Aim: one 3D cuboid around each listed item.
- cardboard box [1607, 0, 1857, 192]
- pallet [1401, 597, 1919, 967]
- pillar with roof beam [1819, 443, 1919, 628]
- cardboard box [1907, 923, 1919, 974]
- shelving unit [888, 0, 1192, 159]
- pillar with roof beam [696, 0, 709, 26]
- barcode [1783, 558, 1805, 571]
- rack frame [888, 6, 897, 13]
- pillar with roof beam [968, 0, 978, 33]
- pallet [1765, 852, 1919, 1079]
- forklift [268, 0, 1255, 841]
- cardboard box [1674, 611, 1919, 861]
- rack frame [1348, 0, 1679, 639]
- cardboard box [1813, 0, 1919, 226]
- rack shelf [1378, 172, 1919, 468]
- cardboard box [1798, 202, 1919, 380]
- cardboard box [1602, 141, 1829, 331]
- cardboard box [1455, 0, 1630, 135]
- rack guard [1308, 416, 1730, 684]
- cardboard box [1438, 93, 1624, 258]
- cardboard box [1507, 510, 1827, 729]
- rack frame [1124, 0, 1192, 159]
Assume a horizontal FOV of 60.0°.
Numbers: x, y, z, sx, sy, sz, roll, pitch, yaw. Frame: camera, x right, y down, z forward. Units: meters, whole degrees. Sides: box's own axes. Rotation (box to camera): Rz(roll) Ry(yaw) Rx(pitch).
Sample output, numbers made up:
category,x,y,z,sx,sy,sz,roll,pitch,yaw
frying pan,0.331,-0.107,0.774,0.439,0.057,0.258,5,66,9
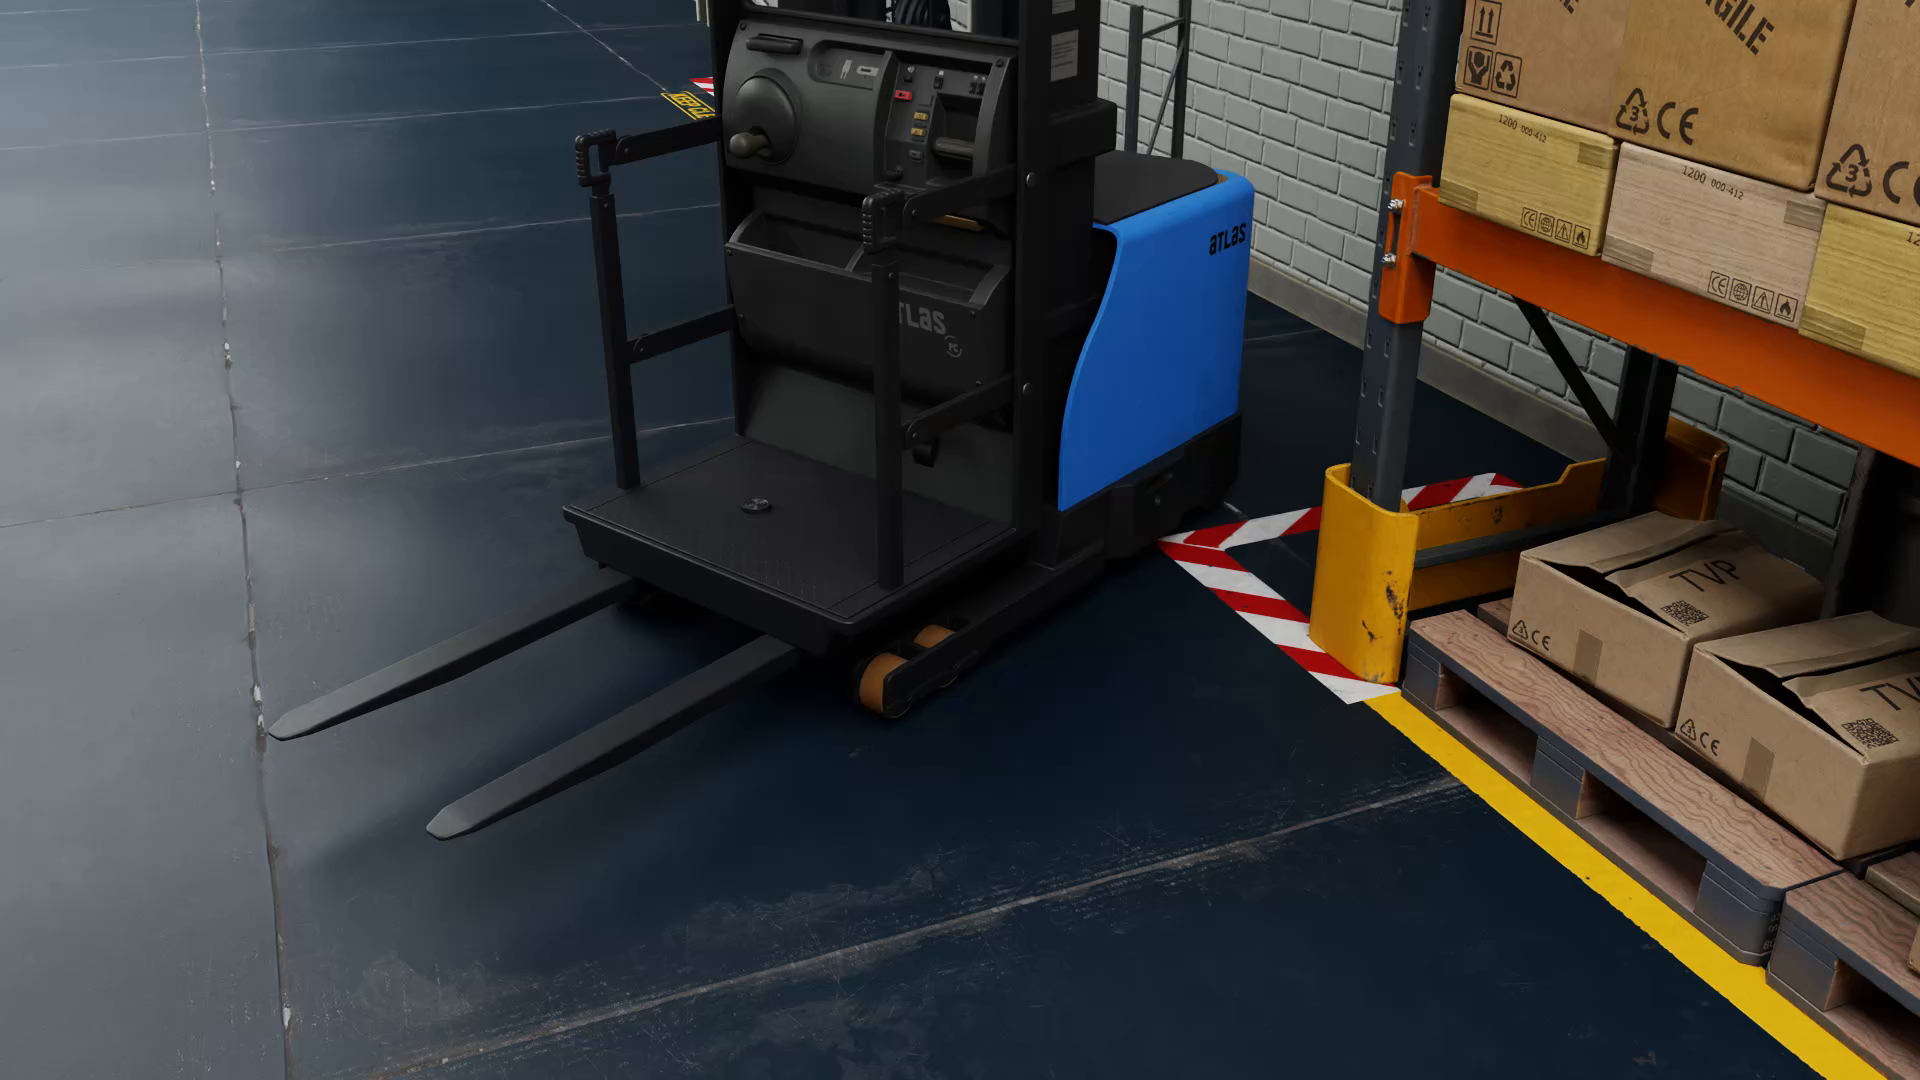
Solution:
category,x,y,z,sx,sy,sz,roll,pitch,yaw
cardboard box,1.634,-0.985,3.143,0.500,0.500,0.500,-10,28,-20
pallet,1.854,0.465,4.056,1.003,0.211,1.213,-11,28,-21
pillar with roof beam,-1.352,-2.975,1.086,9.100,9.000,0.400,-11,28,-21
cardboard box,2.192,0.603,2.944,0.700,0.500,0.500,-12,29,-24
shelving unit,0.223,-1.240,6.080,1.048,1.500,0.538,13,29,24
pillar with roof beam,-6.051,-7.819,11.008,9.100,9.000,0.400,-11,28,-21
barcode,2.102,0.087,4.205,0.001,0.075,0.075,-11,28,-21
rack frame,-0.228,-1.342,6.289,0.032,1.500,0.500,13,29,24
pillar with roof beam,-3.702,-5.397,6.047,9.100,9.000,0.400,-11,28,-21
pallet,2.328,0.957,3.049,1.003,0.211,1.213,-11,28,-21
forklift,-0.393,-1.102,4.167,1.130,2.935,3.031,19,32,34
cardboard box,1.950,0.383,3.610,0.500,0.311,0.500,-8,27,-16
rack frame,1.539,-1.152,4.191,1.000,3.000,0.127,-11,28,-21
cardboard box,1.830,-0.776,2.713,0.500,0.500,0.500,-12,28,-22
rack shelf,2.322,-0.022,2.696,1.077,0.370,4.000,-11,28,-21
cardboard box,1.848,-0.429,2.857,0.500,0.250,0.500,-11,28,-21
cardboard box,1.654,-0.635,3.280,0.500,0.250,0.500,-11,28,-22
cardboard box,1.449,-1.187,3.555,0.500,0.500,0.500,-11,28,-21
rack guard,1.569,0.002,4.677,1.175,0.500,0.348,-11,28,-21
cardboard box,1.438,-0.842,3.705,0.500,0.250,0.500,-11,28,-22
cardboard box,1.727,0.153,4.081,0.500,0.311,0.500,-14,29,-26
rack frame,0.675,-1.137,5.870,0.032,1.500,0.500,13,29,24
